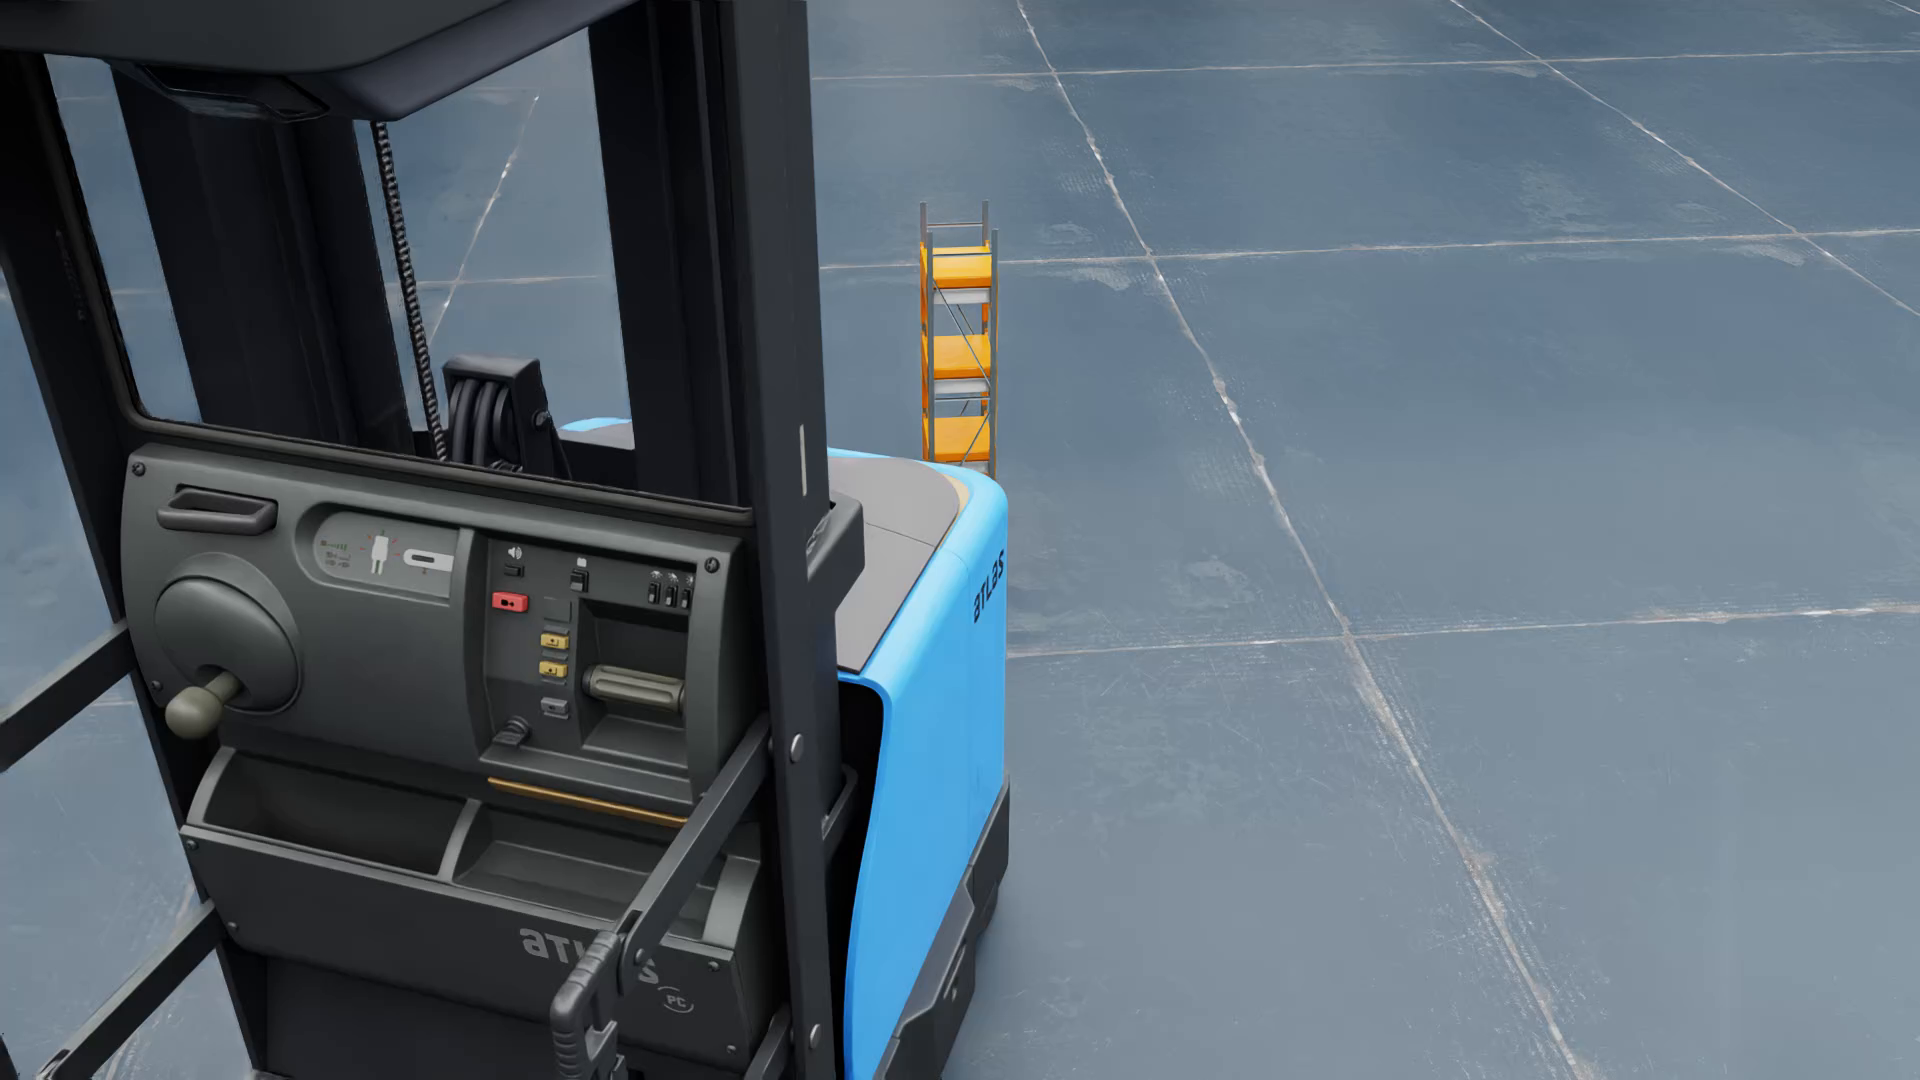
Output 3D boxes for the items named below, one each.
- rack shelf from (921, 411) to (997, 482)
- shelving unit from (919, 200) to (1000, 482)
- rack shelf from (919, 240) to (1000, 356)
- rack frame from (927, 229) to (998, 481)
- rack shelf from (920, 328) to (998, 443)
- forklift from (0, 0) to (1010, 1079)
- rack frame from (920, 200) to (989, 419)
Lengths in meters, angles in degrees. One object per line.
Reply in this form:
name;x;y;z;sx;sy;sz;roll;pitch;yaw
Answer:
rack shelf;-0.005;-0.230;5.174;0.215;0.259;0.240;-3;31;-5
shelving unit;-0.005;-0.478;5.027;0.215;1.050;0.252;-3;31;-5
rack shelf;-0.005;-0.713;4.886;0.215;0.259;0.240;-3;31;-5
rack frame;0.006;-0.416;4.922;0.200;1.050;0.008;-3;31;-5
rack shelf;-0.005;-0.469;5.032;0.215;0.259;0.240;-3;31;-5
forklift;-0.806;0.173;2.102;1.130;2.935;3.031;9;32;15
rack frame;-0.016;-0.540;5.131;0.200;1.050;0.008;-3;31;-5
